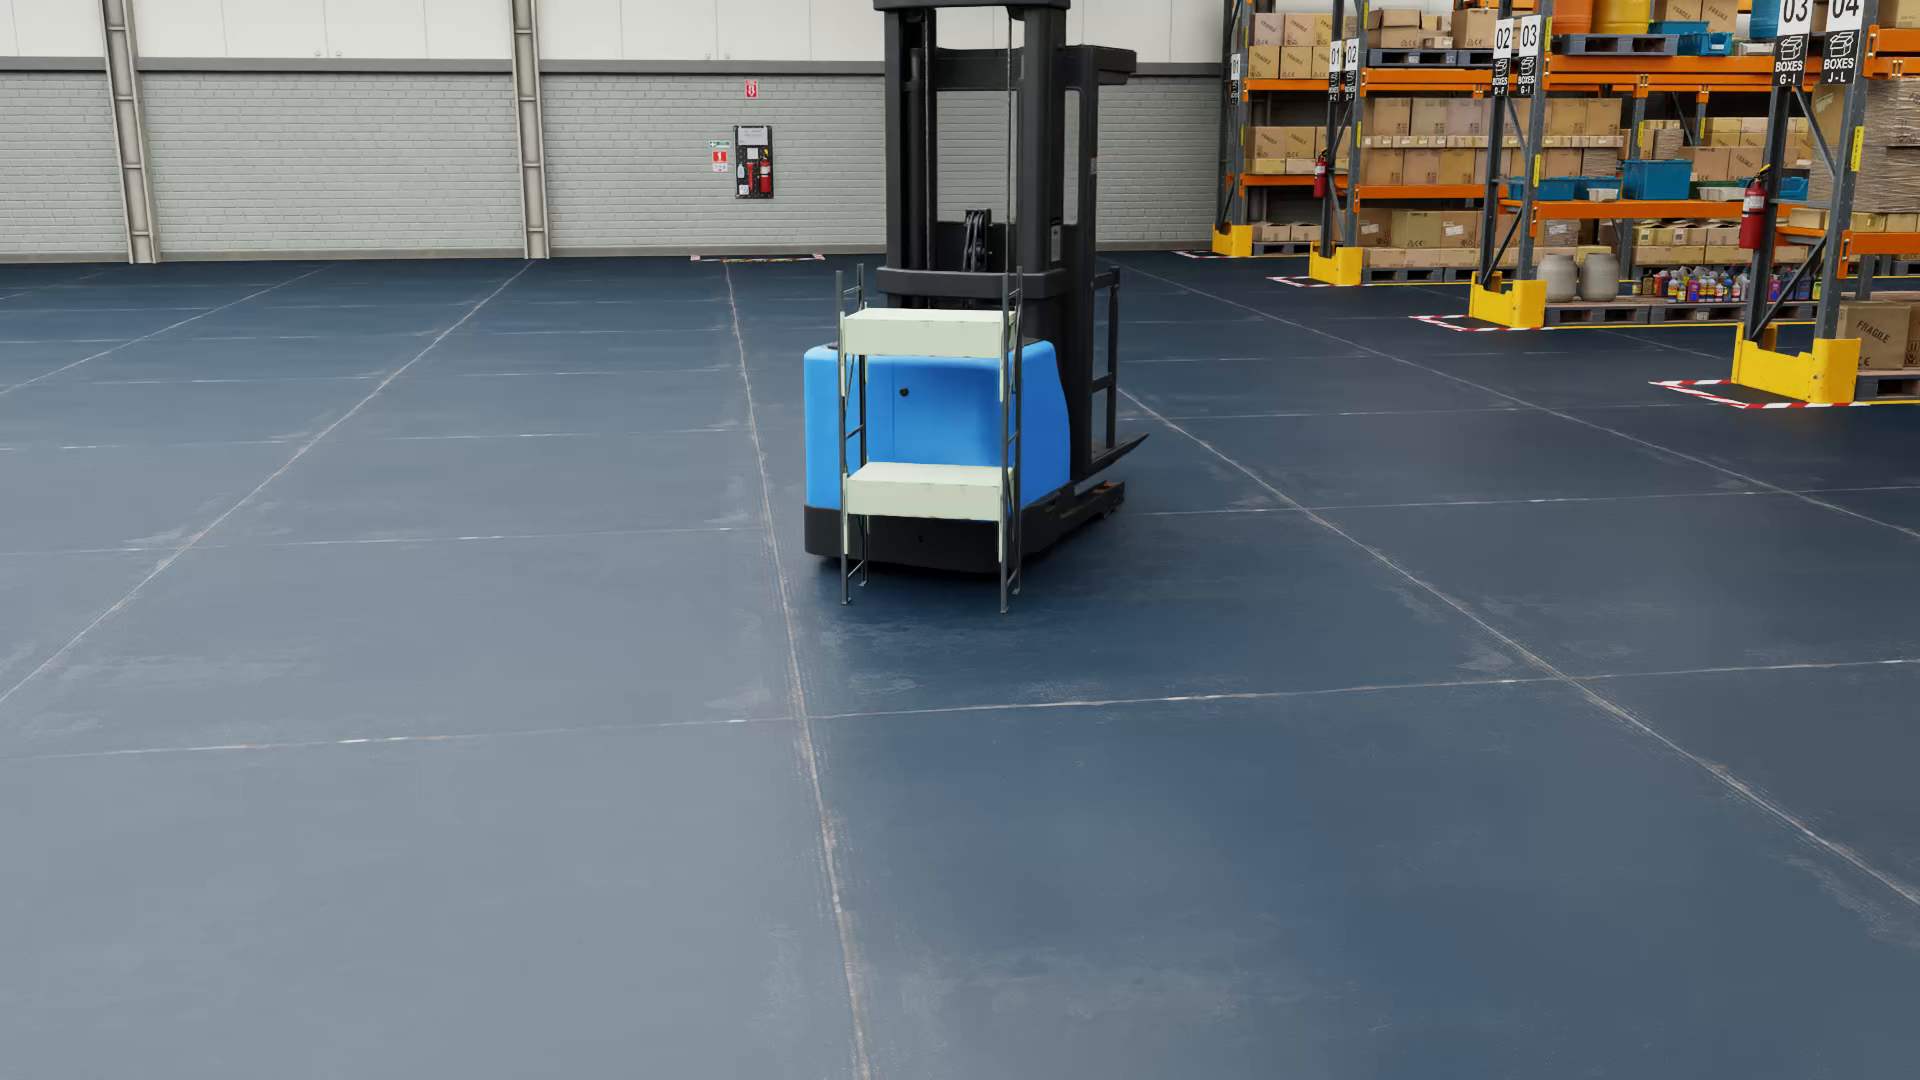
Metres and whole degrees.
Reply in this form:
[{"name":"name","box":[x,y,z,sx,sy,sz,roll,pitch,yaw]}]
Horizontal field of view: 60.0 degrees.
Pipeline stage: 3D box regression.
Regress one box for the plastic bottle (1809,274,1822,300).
[{"name":"plastic bottle","box":[9.465,-2.792,18.369,0.133,0.283,0.061,-1,14,-5]}]

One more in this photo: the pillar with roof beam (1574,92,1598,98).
[{"name":"pillar with roof beam","box":[11.598,-8.556,24.341,0.400,9.000,9.100,-2,14,-8]}]

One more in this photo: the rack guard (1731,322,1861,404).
[{"name":"rack guard","box":[6.749,-1.447,13.464,0.348,0.500,1.175,-2,14,-8]}]

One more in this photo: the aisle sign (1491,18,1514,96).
[{"name":"aisle sign","box":[5.820,-5.178,17.858,0.004,0.787,0.394,-2,14,-8]}]

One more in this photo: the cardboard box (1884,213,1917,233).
[{"name":"cardboard box","box":[7.241,-2.492,13.010,0.250,0.149,0.380,-2,14,-8]}]

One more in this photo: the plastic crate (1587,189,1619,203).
[{"name":"plastic crate","box":[6.869,-3.675,17.752,0.250,0.136,0.298,-2,14,-8]}]

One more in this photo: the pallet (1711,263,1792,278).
[{"name":"pallet","box":[11.089,-3.913,23.892,1.213,0.211,1.003,-2,14,-8]}]

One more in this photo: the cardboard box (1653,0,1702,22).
[{"name":"cardboard box","box":[9.773,-7.147,22.791,0.500,0.500,0.500,-2,14,-8]}]

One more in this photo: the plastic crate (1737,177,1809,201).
[{"name":"plastic crate","box":[8.837,-3.816,18.075,0.616,0.251,0.499,-2,14,-8]}]

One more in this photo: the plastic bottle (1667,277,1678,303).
[{"name":"plastic bottle","box":[7.775,-2.729,18.141,0.097,0.271,0.097,0,14,0]}]

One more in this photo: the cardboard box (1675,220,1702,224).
[{"name":"cardboard box","box":[10.522,-4.448,23.929,0.500,0.311,0.500,-2,14,-8]}]

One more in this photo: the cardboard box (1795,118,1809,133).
[{"name":"cardboard box","box":[14.387,-7.100,28.468,0.500,0.250,0.500,-2,14,-9]}]

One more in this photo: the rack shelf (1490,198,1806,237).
[{"name":"rack shelf","box":[7.913,-3.572,18.276,4.000,0.370,1.077,-2,14,-8]}]

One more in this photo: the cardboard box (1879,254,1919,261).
[{"name":"cardboard box","box":[13.605,-4.278,23.849,0.500,0.500,0.500,-1,14,-6]}]

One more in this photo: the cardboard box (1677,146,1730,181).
[{"name":"cardboard box","box":[10.440,-5.276,23.388,0.500,0.500,0.500,-1,14,-4]}]

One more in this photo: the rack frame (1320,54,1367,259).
[{"name":"rack frame","box":[5.201,-5.040,22.651,0.127,3.000,1.000,-2,14,-8]}]

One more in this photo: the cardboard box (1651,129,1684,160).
[{"name":"cardboard box","box":[11.907,-6.764,28.415,0.500,0.500,0.700,-4,15,-15]}]

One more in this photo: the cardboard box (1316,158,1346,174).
[{"name":"cardboard box","box":[6.006,-6.149,27.340,0.500,0.250,0.500,-2,14,-9]}]

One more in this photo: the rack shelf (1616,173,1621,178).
[{"name":"rack shelf","box":[10.393,-6.100,28.356,4.000,0.370,1.077,-2,14,-8]}]

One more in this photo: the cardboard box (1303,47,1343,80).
[{"name":"cardboard box","box":[5.877,-7.727,26.953,0.500,0.500,0.500,-1,14,-6]}]

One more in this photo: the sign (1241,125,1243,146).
[{"name":"sign","box":[4.541,-6.521,26.776,0.005,0.325,0.100,-2,14,-8]}]

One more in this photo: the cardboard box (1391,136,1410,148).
[{"name":"cardboard box","box":[5.882,-5.375,22.451,0.250,0.149,0.380,-2,14,-10]}]

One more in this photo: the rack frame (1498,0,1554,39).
[{"name":"rack frame","box":[5.936,-6.758,17.170,0.127,3.000,1.000,-2,14,-8]}]

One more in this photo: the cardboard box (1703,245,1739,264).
[{"name":"cardboard box","box":[10.610,-4.047,23.483,0.500,0.250,0.500,-3,14,-10]}]

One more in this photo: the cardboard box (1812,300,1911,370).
[{"name":"cardboard box","box":[7.294,-1.667,13.476,0.500,0.500,0.500,1,14,2]}]

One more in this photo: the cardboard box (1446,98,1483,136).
[{"name":"cardboard box","box":[6.735,-5.772,22.699,0.500,0.500,0.700,-2,14,-8]}]

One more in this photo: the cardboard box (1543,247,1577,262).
[{"name":"cardboard box","box":[8.235,-3.970,23.173,0.500,0.250,0.500,-2,14,-8]}]

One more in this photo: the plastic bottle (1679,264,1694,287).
[{"name":"plastic bottle","box":[8.240,-2.963,18.912,0.185,0.351,0.144,-2,14,-6]}]

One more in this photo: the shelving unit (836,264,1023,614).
[{"name":"shelving unit","box":[-0.128,-0.464,7.488,0.755,1.500,0.431,3,14,11]}]

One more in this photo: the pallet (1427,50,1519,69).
[{"name":"pallet","box":[7.114,-6.516,22.554,1.213,0.211,1.003,-2,14,-8]}]

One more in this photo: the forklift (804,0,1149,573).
[{"name":"forklift","box":[0.284,-1.576,8.982,1.130,2.935,3.031,6,15,23]}]

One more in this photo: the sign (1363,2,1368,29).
[{"name":"sign","box":[5.278,-6.823,21.637,0.005,0.325,0.100,-2,14,-8]}]

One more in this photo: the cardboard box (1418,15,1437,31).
[{"name":"cardboard box","box":[7.417,-8.268,27.056,0.500,0.500,0.500,-1,14,-5]}]

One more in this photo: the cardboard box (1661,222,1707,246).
[{"name":"cardboard box","box":[10.098,-4.299,23.332,0.500,0.311,0.500,-2,14,-9]}]

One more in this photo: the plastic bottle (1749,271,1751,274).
[{"name":"plastic bottle","box":[9.053,-2.957,18.889,0.185,0.351,0.144,-2,14,-8]}]

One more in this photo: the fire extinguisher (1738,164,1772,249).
[{"name":"fire extinguisher","box":[6.492,-2.726,13.584,0.183,0.674,0.296,-2,14,-8]}]

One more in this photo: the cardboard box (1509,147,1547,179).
[{"name":"cardboard box","box":[7.702,-5.178,22.996,0.500,0.500,0.700,-2,14,-7]}]

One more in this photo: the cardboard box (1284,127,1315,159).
[{"name":"cardboard box","box":[5.467,-6.492,27.169,0.500,0.500,0.500,-2,14,-8]}]

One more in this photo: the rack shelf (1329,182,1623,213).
[{"name":"rack shelf","box":[7.179,-4.763,23.028,4.000,0.370,1.077,-2,14,-8]}]

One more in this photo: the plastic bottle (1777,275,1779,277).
[{"name":"plastic bottle","box":[9.410,-2.939,19.124,0.097,0.201,0.097,0,14,0]}]

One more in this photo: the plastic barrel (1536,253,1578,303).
[{"name":"plastic barrel","box":[6.575,-2.887,18.319,0.421,0.512,0.421,0,14,0]}]

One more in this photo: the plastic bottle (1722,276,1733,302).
[{"name":"plastic bottle","box":[8.413,-2.752,18.234,0.097,0.271,0.097,0,14,0]}]

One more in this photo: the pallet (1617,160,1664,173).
[{"name":"pallet","box":[11.682,-6.377,28.376,1.003,0.211,1.213,-2,14,-8]}]

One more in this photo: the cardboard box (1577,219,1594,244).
[{"name":"cardboard box","box":[8.652,-4.477,23.655,0.500,0.500,0.500,-2,14,-8]}]

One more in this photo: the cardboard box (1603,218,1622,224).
[{"name":"cardboard box","box":[11.140,-5.493,28.691,0.500,0.500,0.700,-2,14,-8]}]

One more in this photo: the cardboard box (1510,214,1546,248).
[{"name":"cardboard box","box":[7.741,-4.315,23.008,0.500,0.500,0.500,-2,14,-8]}]

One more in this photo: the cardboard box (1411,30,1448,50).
[{"name":"cardboard box","box":[6.301,-6.799,22.656,0.500,0.250,0.500,-2,14,-8]}]

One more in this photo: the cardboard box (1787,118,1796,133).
[{"name":"cardboard box","box":[13.883,-7.080,28.389,0.500,0.250,0.500,-2,14,-8]}]

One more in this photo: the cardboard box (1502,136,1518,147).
[{"name":"cardboard box","box":[7.402,-5.430,22.670,0.250,0.149,0.380,-2,14,-6]}]

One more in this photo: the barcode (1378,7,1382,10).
[{"name":"barcode","box":[6.977,-8.806,27.595,0.075,0.075,0.001,-2,14,-8]}]

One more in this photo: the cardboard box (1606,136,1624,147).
[{"name":"cardboard box","box":[8.920,-5.486,22.893,0.250,0.149,0.380,-2,14,-8]}]
